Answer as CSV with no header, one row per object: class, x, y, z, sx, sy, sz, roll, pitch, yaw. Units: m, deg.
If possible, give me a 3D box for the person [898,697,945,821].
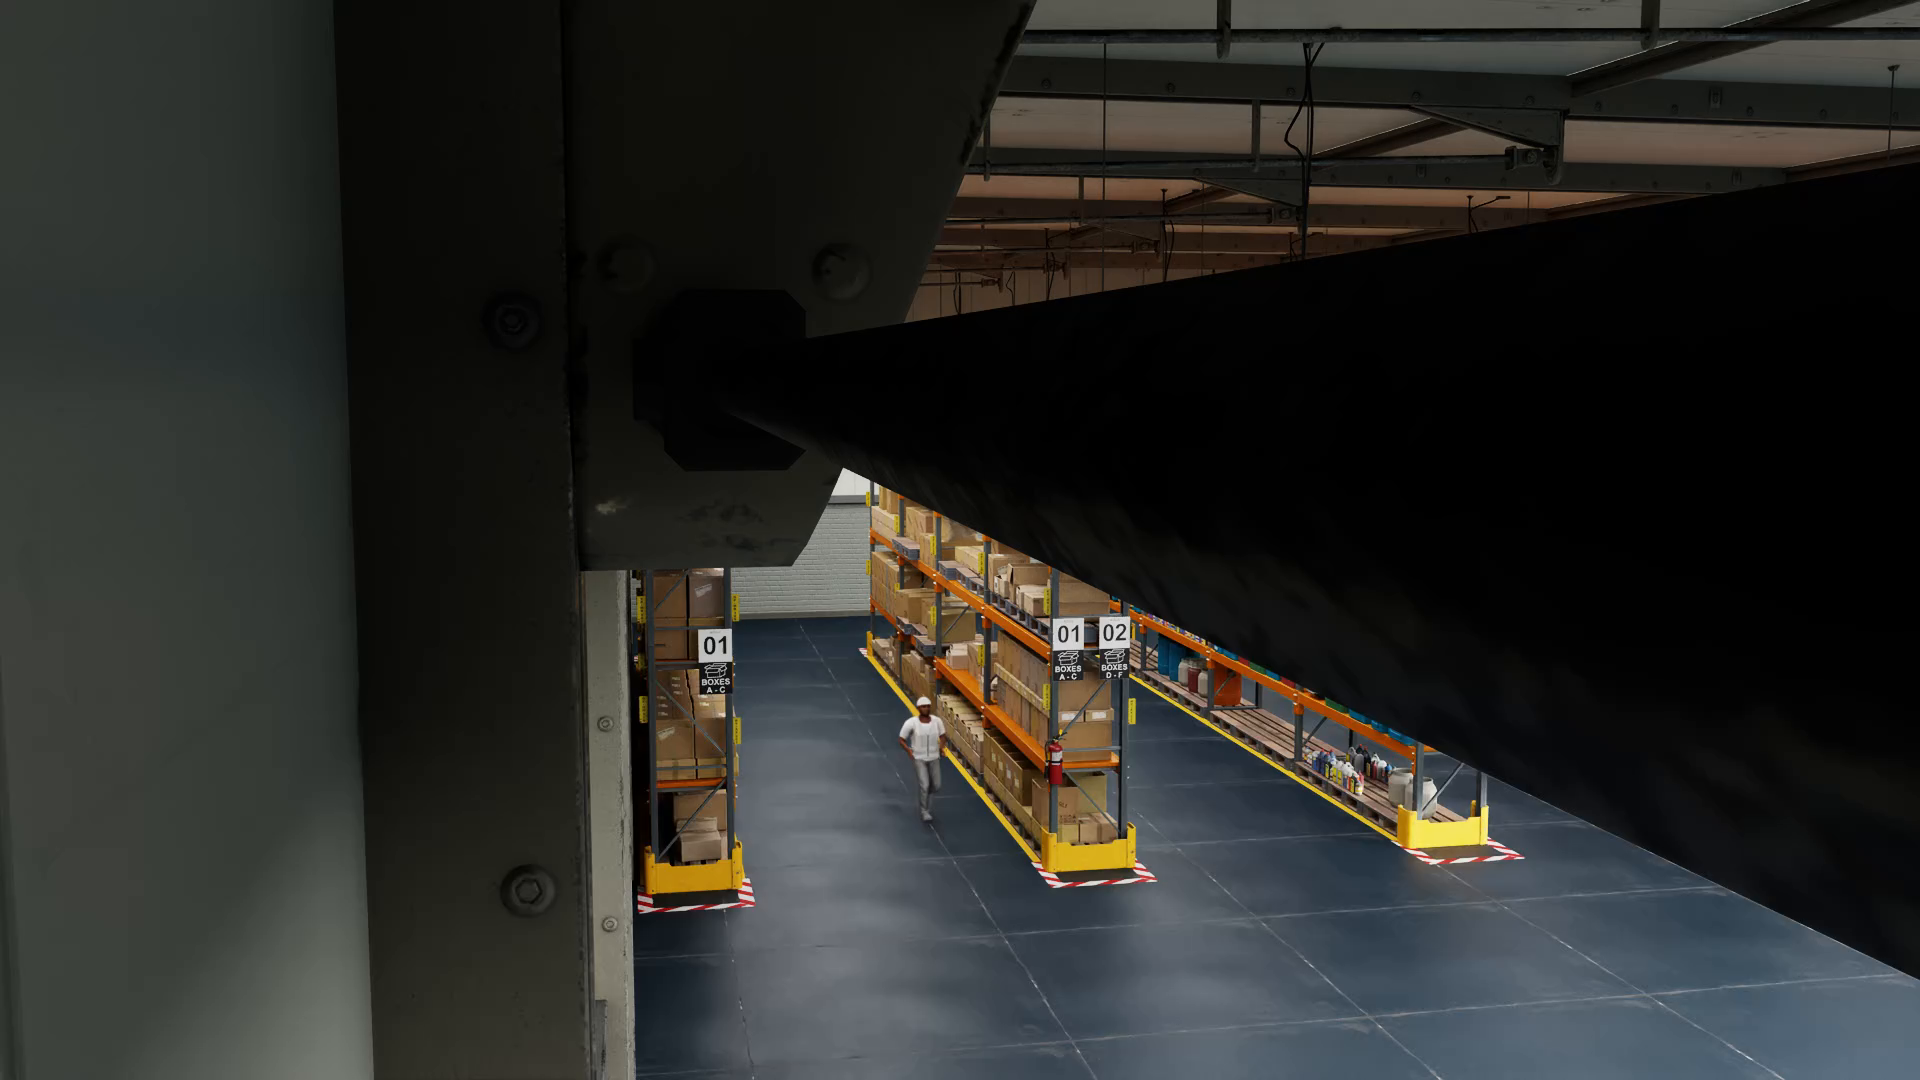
person,-0.508,3.045,23.307,0.700,1.719,0.625,-2,6,-20
